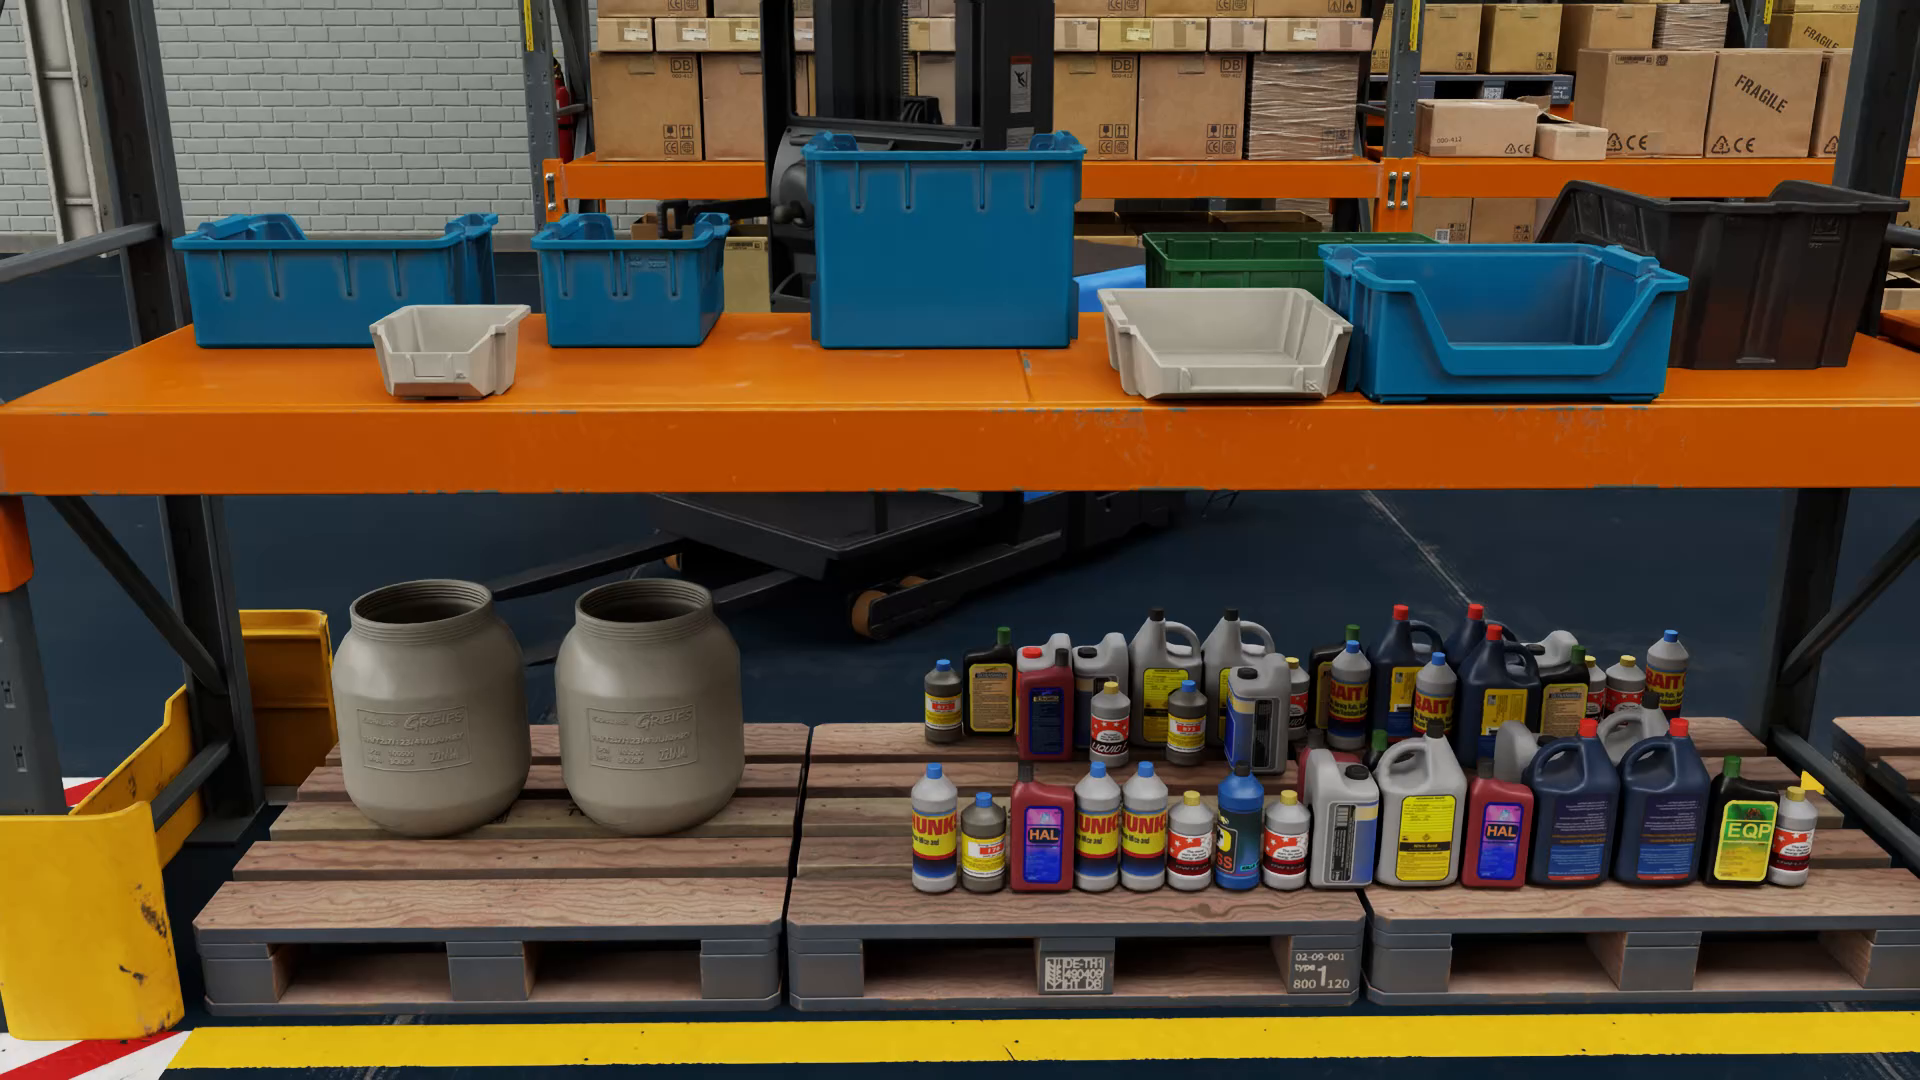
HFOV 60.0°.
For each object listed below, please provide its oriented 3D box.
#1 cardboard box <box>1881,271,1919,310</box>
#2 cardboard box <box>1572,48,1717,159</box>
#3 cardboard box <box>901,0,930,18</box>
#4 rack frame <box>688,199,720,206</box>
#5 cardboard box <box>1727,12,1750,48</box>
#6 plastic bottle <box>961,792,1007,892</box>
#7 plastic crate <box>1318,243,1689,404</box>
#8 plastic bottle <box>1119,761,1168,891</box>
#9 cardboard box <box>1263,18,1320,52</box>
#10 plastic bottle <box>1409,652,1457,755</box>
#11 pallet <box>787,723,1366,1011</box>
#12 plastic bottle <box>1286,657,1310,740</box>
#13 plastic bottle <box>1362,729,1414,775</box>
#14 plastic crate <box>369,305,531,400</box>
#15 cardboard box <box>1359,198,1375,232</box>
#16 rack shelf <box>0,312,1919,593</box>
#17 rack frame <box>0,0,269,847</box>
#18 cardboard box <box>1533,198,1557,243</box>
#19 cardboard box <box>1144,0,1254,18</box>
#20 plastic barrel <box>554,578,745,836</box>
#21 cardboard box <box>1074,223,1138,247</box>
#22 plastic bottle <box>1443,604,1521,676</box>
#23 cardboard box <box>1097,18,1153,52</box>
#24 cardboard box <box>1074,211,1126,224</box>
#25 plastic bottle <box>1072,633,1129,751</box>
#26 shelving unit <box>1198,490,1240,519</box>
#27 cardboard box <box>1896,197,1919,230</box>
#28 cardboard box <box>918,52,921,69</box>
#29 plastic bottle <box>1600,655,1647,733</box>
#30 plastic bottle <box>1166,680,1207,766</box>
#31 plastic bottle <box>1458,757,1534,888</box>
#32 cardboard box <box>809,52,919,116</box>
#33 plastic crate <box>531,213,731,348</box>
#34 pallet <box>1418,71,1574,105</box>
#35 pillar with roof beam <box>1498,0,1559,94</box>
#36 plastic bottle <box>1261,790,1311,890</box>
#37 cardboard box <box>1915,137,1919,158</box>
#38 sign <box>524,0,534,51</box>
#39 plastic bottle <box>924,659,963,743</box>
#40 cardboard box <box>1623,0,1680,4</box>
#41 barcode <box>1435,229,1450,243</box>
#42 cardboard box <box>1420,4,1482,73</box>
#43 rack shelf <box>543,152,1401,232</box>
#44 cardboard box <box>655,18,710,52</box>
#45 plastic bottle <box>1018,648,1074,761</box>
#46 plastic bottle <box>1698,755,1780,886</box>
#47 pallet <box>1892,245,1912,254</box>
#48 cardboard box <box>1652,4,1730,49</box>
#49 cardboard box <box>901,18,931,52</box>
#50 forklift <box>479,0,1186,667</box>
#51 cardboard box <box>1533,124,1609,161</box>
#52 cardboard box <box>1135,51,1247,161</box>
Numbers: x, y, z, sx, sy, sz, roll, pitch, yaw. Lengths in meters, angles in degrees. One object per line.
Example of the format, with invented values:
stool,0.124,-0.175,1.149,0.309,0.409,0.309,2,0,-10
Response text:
cardboard box,4.509,-1.201,8.278,0.500,0.311,0.500,0,18,-1
cardboard box,3.349,-2.157,8.197,0.500,0.500,0.500,1,18,3
cardboard box,-0.396,-2.760,7.952,0.500,0.500,0.700,0,18,-1
rack frame,-2.028,-3.602,12.865,0.127,3.000,1.000,0,18,-1
cardboard box,6.439,-3.922,13.179,0.500,0.500,0.500,0,18,-1
plastic bottle,0.050,0.633,3.525,0.097,0.201,0.097,0,18,0
plastic crate,1.026,-0.436,3.240,0.616,0.251,0.499,0,18,-1
plastic bottle,0.389,0.598,3.519,0.097,0.271,0.097,0,18,0
cardboard box,1.538,-2.397,7.884,0.250,0.149,0.380,-1,18,-2
plastic bottle,1.171,0.409,4.108,0.097,0.271,0.097,0,18,0
pallet,0.233,0.730,3.927,1.213,0.211,1.003,0,18,-1
plastic bottle,0.842,0.400,4.251,0.097,0.201,0.097,0,18,0
plastic bottle,0.947,0.551,3.646,0.133,0.283,0.061,0,18,-1
plastic crate,-0.971,-0.356,3.180,0.250,0.136,0.298,0,18,-1
cardboard box,3.223,-2.667,13.322,0.500,0.500,0.700,-1,18,-2
rack shelf,0.128,-0.243,3.572,4.000,0.370,1.077,0,18,-1
rack frame,-1.871,-0.576,3.432,0.127,3.000,1.000,0,18,-1
cardboard box,4.735,-2.673,13.342,0.500,0.500,0.700,0,18,-1
cardboard box,1.105,-2.767,7.974,0.500,0.500,0.700,0,18,-1
plastic barrel,-0.713,0.380,3.838,0.421,0.512,0.421,0,18,0
cardboard box,0.594,-1.284,8.227,0.500,0.500,0.500,0,18,-1
plastic bottle,1.315,0.334,4.213,0.185,0.351,0.144,0,18,1
cardboard box,0.768,-2.393,7.873,0.250,0.149,0.380,0,18,-1
cardboard box,0.585,-1.444,8.726,0.500,0.500,0.500,0,18,-1
plastic bottle,0.349,0.375,4.206,0.135,0.276,0.152,-1,18,-2
shelving unit,1.199,-0.622,6.589,0.189,1.200,0.258,43,38,25
cardboard box,7.585,-2.782,13.142,0.750,0.750,0.750,0,18,-1
cardboard box,-0.535,-3.807,12.491,0.500,0.500,0.500,-1,18,-3
plastic bottle,1.701,0.396,4.264,0.097,0.201,0.097,0,18,0
plastic bottle,0.560,0.445,4.109,0.097,0.201,0.097,0,18,0
plastic bottle,1.135,0.594,3.511,0.133,0.283,0.061,1,18,3
cardboard box,-0.457,-2.139,8.142,0.500,0.500,0.700,0,18,0
plastic crate,-0.726,-0.600,3.752,0.408,0.251,0.499,0,18,-1
pallet,3.993,-3.527,12.946,1.213,0.211,1.003,0,18,-1
pillar with roof beam,4.726,-5.440,8.774,0.400,9.000,9.100,0,18,-1
plastic bottle,0.694,0.630,3.534,0.097,0.201,0.097,0,18,0
cardboard box,4.779,-1.984,8.234,0.250,0.149,0.380,1,18,3
sign,-1.943,-2.369,7.476,0.005,0.325,0.100,0,18,-1
plastic bottle,-0.042,0.404,4.238,0.097,0.201,0.097,0,18,0
cardboard box,5.305,-4.189,12.751,0.250,0.149,0.380,-3,18,-10
barcode,2.315,-1.459,7.984,0.075,0.075,0.001,0,18,-1
cardboard box,3.698,-3.883,12.859,0.500,0.500,0.700,2,18,7
rack shelf,0.054,-1.756,8.288,4.000,0.370,1.077,0,18,-1
cardboard box,-1.286,-2.384,7.841,0.250,0.149,0.380,-1,18,-2
plastic bottle,0.213,0.405,4.101,0.133,0.283,0.061,0,18,-1
plastic bottle,1.652,0.592,3.519,0.133,0.283,0.061,1,18,2
pallet,6.761,-2.293,13.351,1.213,0.211,1.003,0,18,-1
cardboard box,5.502,-3.892,12.886,0.500,0.500,0.700,-2,18,-7
cardboard box,-0.262,-2.388,7.856,0.250,0.149,0.380,-1,18,-2
forklift,-0.455,-1.238,5.608,1.130,2.935,3.031,16,24,40
cardboard box,2.943,-1.930,8.066,0.250,0.149,0.380,0,18,-1
cardboard box,1.083,-2.147,8.167,0.500,0.500,0.700,0,18,-1
